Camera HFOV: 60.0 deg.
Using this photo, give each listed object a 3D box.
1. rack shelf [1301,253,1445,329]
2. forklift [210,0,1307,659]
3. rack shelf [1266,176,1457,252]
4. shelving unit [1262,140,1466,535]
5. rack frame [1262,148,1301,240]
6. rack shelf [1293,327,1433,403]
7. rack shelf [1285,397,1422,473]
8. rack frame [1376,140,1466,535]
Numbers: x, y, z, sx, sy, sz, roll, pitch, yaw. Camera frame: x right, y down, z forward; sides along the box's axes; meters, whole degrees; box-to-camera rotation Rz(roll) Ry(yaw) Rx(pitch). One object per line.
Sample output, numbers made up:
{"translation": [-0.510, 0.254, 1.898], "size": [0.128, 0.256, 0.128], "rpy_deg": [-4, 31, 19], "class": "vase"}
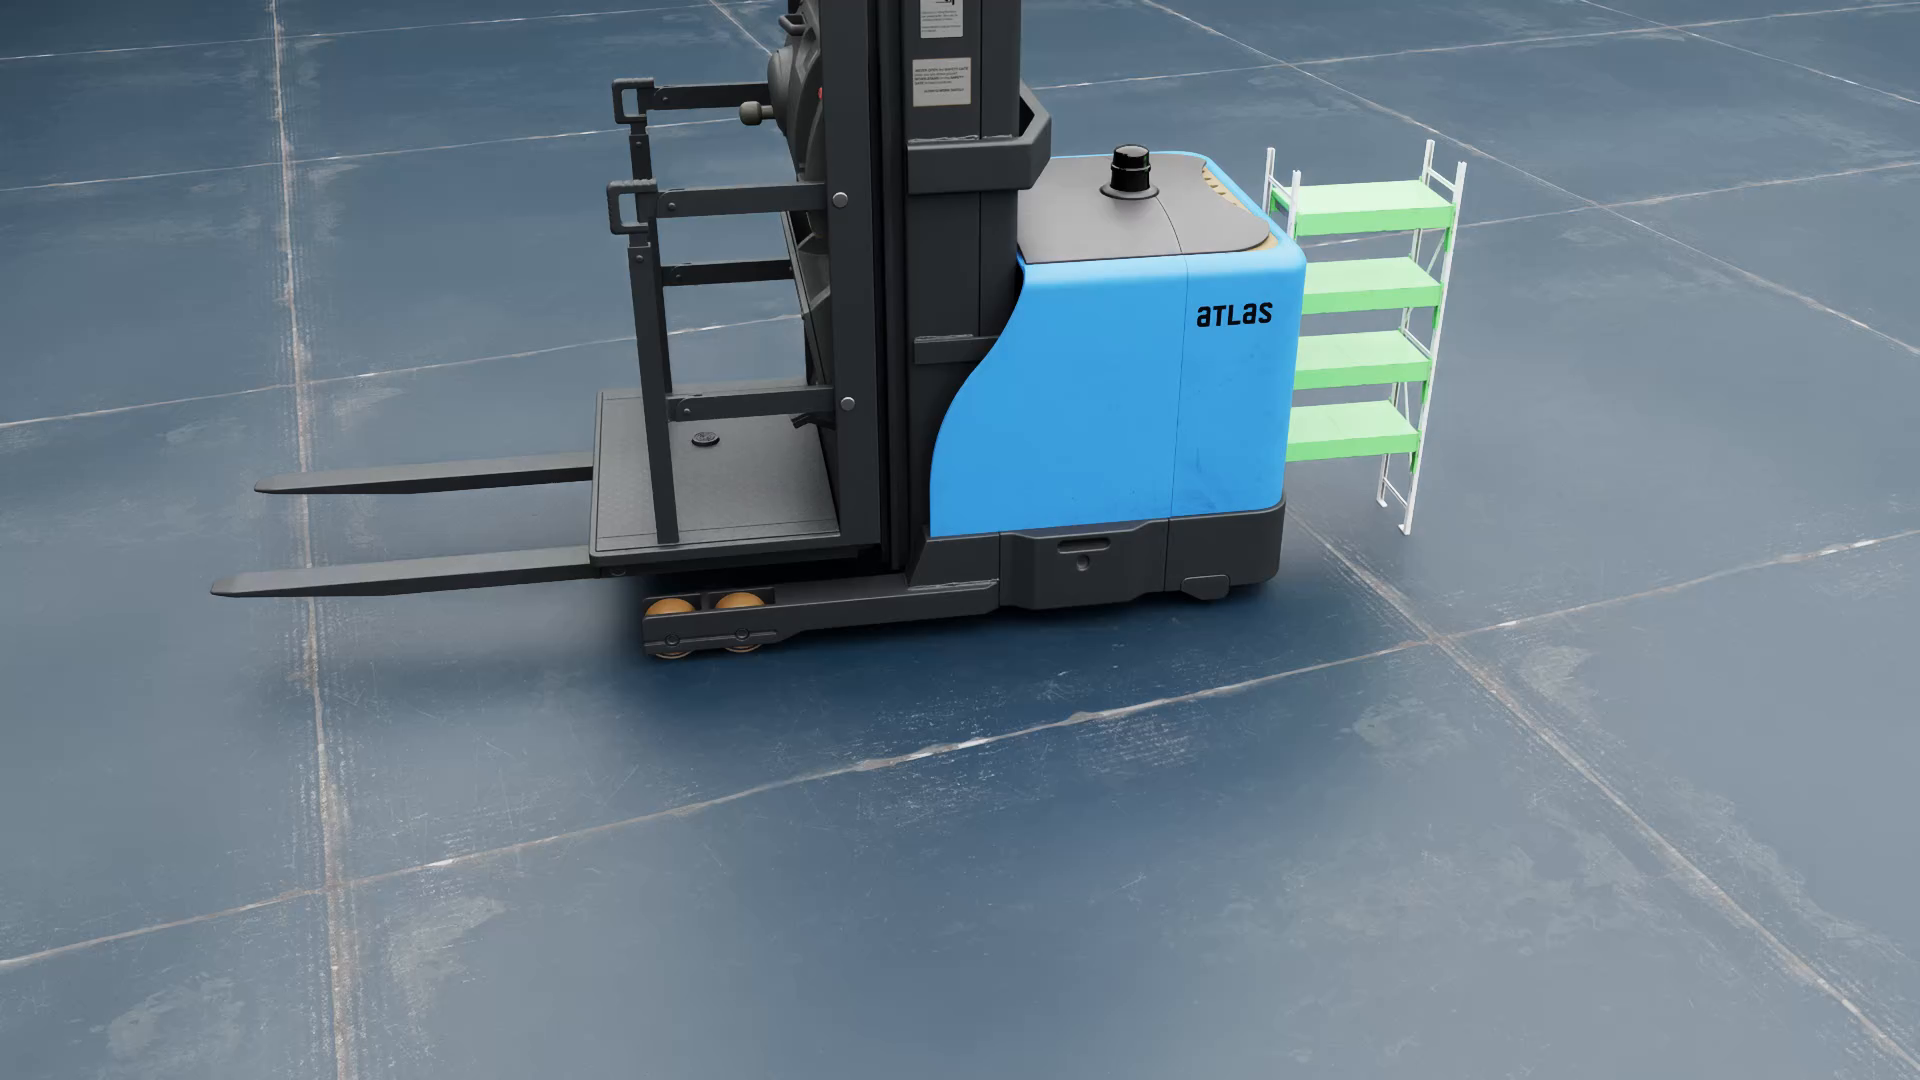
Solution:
{"translation": [1.160, -0.729, 4.962], "size": [0.480, 0.148, 0.258], "rpy_deg": [-5, 30, -8], "class": "rack shelf"}
{"translation": [-0.614, -1.222, 4.435], "size": [3.031, 2.935, 1.130], "rpy_deg": [-5, 30, -8], "class": "forklift"}
{"translation": [1.160, -0.938, 4.843], "size": [0.480, 0.148, 0.258], "rpy_deg": [-5, 30, -8], "class": "rack shelf"}
{"translation": [1.160, -0.576, 5.049], "size": [0.503, 1.200, 0.258], "rpy_deg": [-5, 30, -8], "class": "shelving unit"}
{"translation": [0.919, -0.556, 5.014], "size": [0.015, 1.200, 0.240], "rpy_deg": [-5, 30, -8], "class": "rack frame"}
{"translation": [1.160, -0.521, 5.081], "size": [0.480, 0.148, 0.258], "rpy_deg": [-5, 30, -8], "class": "rack shelf"}
{"translation": [1.160, -0.312, 5.200], "size": [0.480, 0.148, 0.258], "rpy_deg": [-5, 30, -8], "class": "rack shelf"}
{"translation": [1.400, -0.596, 5.085], "size": [0.015, 1.200, 0.240], "rpy_deg": [-5, 30, -8], "class": "rack frame"}
